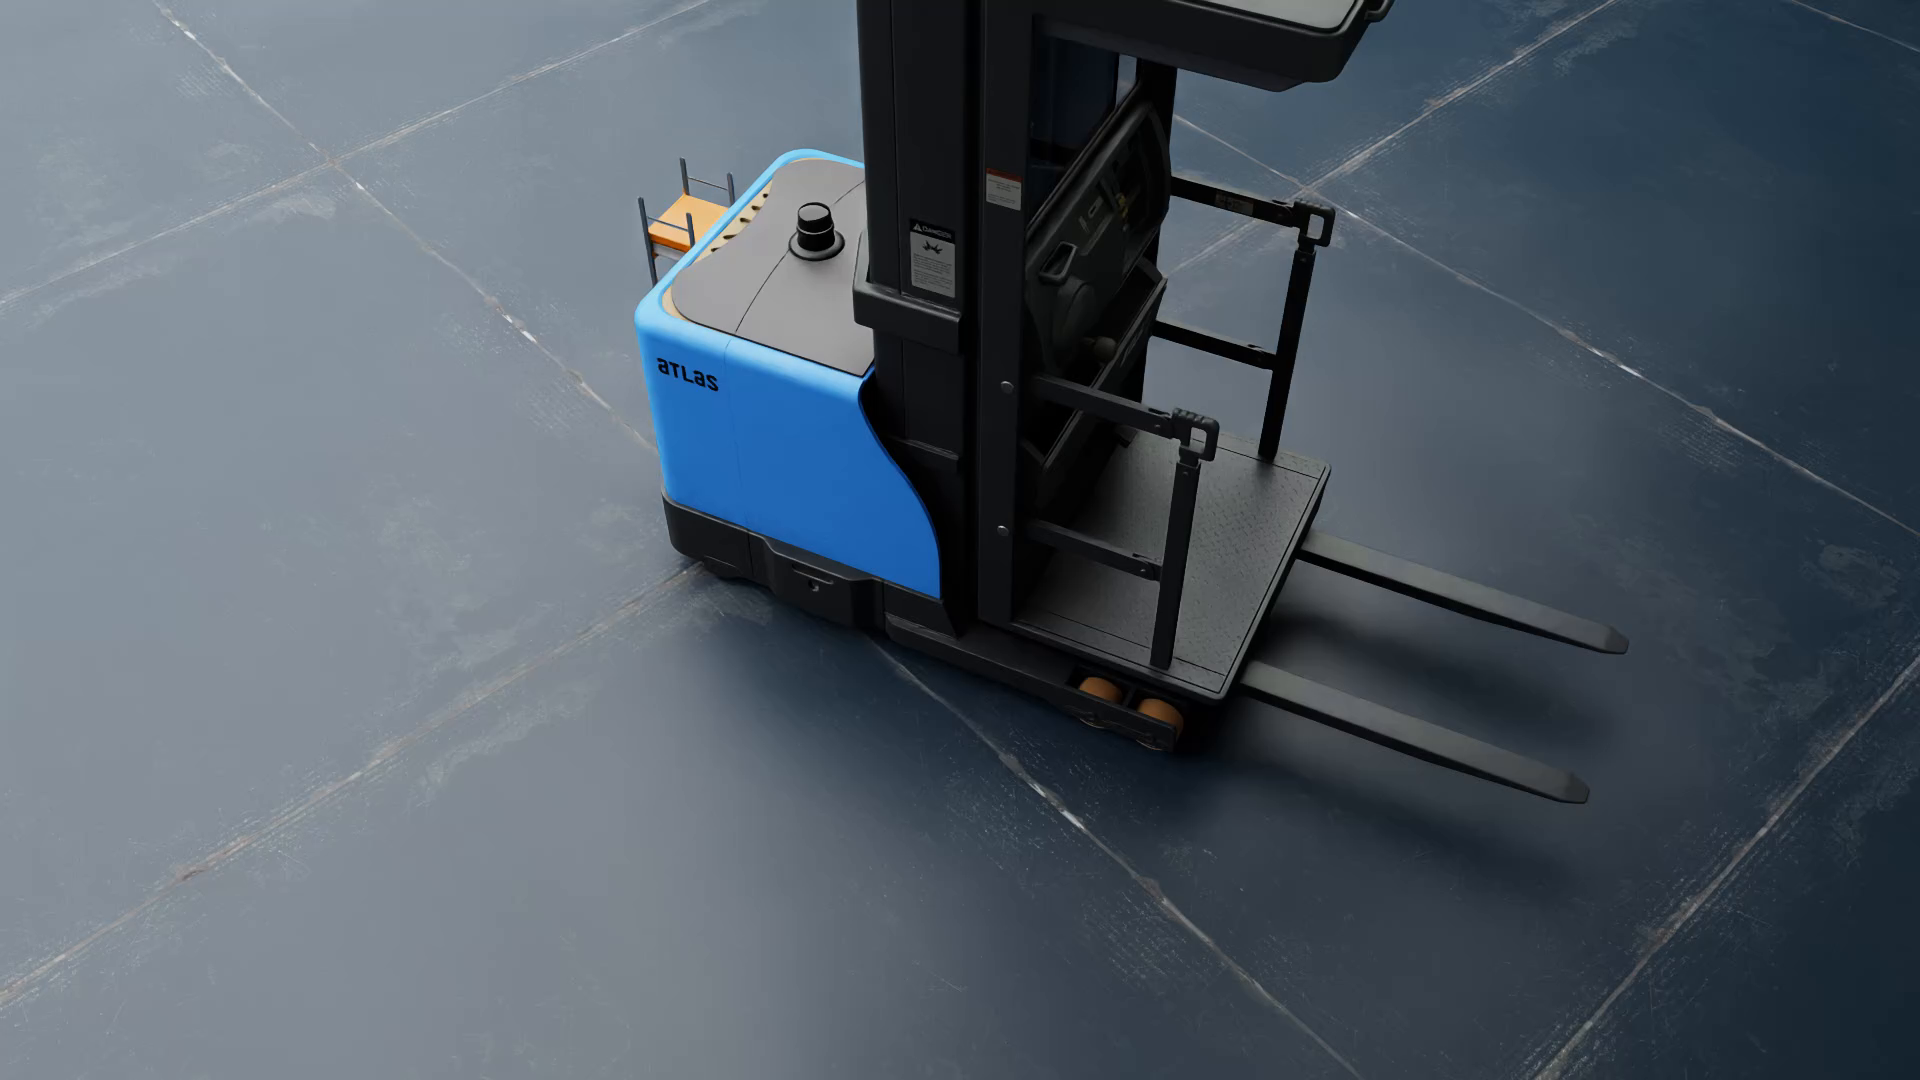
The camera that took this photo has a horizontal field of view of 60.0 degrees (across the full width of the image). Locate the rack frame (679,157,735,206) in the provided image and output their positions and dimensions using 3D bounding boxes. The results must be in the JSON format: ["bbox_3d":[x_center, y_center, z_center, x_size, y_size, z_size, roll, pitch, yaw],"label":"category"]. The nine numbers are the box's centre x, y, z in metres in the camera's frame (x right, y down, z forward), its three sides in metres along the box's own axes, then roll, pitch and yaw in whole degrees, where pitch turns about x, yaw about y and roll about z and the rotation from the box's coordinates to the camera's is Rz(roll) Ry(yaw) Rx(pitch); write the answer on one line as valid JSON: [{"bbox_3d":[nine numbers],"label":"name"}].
[{"bbox_3d":[-0.835,-0.873,5.841,0.200,1.050,0.008,20,50,18],"label":"rack frame"}]

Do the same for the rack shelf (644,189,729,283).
[{"bbox_3d":[-0.890,-0.978,5.566,0.215,0.259,0.240,20,50,18],"label":"rack shelf"}]

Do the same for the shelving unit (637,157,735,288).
[{"bbox_3d":[-0.890,-0.792,5.767,0.215,1.050,0.252,20,50,18],"label":"shelving unit"}]

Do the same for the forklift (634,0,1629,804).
[{"bbox_3d":[0.568,-0.793,4.487,3.031,2.935,1.130,19,50,17],"label":"forklift"}]

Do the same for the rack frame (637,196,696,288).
[{"bbox_3d":[-0.944,-0.712,5.693,0.200,1.050,0.008,20,50,18],"label":"rack frame"}]
